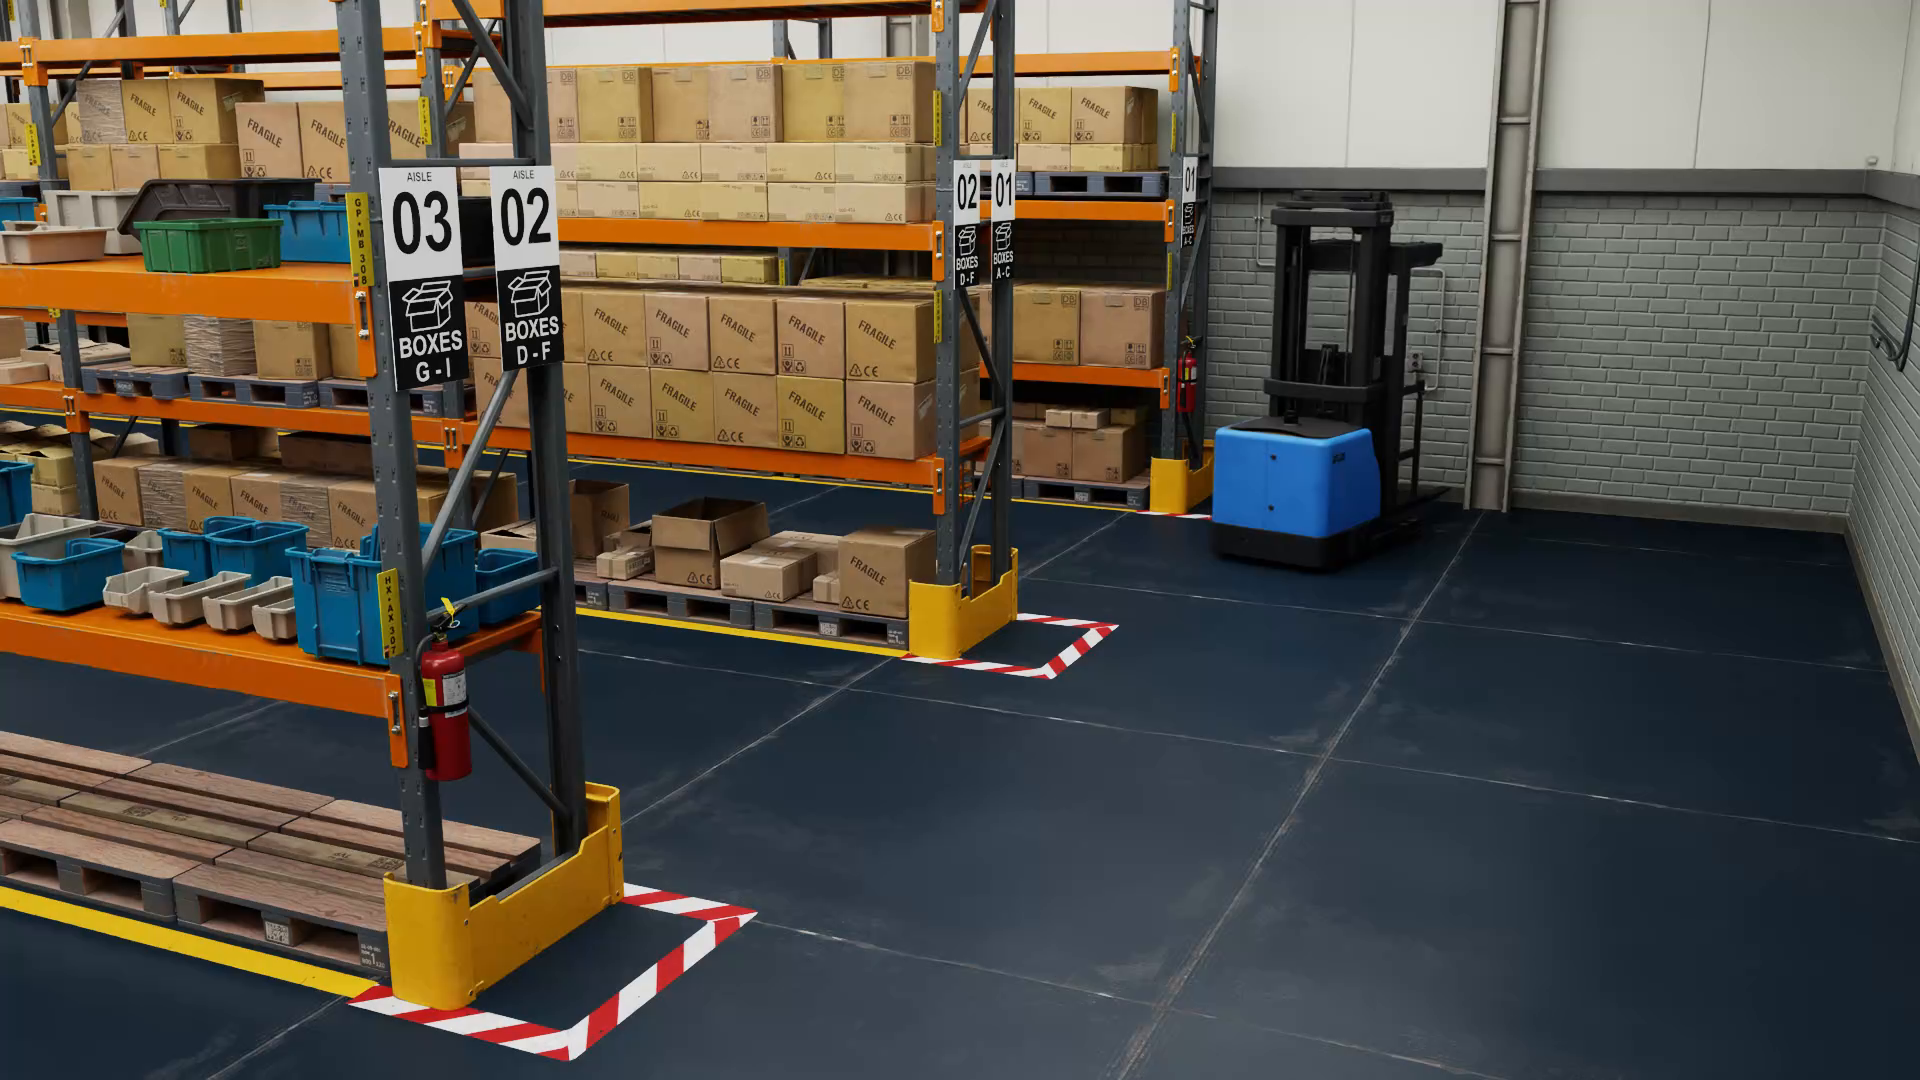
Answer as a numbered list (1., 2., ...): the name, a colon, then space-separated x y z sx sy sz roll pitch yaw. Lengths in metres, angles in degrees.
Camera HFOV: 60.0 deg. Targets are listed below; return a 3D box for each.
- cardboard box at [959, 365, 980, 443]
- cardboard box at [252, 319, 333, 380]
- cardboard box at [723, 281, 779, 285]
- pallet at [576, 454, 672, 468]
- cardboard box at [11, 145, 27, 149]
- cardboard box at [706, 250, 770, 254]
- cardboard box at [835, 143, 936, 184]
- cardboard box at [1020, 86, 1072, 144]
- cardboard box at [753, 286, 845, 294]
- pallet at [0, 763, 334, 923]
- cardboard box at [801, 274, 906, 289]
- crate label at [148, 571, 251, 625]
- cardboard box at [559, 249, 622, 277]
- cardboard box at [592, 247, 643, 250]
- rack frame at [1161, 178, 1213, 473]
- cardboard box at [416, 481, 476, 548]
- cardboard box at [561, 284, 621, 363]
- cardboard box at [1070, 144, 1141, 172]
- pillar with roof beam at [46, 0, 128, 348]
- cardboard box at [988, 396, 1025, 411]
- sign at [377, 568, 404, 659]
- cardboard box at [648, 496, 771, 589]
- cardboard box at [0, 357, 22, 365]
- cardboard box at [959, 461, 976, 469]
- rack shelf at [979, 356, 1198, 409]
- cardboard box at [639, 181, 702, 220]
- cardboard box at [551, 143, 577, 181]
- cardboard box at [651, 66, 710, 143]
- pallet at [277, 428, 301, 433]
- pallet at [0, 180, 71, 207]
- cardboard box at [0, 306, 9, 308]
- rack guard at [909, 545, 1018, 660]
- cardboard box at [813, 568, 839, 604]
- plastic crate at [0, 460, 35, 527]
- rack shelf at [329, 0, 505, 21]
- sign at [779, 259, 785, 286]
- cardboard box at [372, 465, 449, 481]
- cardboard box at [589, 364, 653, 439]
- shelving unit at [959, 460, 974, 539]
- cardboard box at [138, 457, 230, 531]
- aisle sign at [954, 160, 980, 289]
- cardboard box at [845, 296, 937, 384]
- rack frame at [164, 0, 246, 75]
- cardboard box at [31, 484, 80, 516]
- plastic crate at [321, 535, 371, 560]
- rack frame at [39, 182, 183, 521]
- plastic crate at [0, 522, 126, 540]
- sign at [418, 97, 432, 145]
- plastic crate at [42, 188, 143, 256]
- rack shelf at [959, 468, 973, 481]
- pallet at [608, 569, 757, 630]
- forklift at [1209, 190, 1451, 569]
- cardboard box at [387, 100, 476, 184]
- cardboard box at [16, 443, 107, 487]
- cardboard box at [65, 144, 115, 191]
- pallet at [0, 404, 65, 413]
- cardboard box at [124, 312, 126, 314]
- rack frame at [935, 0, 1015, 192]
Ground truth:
1. cardboard box: -0.193 -0.943 11.487 0.500 0.500 0.500 6 15 24
2. cardboard box: -5.192 -1.572 13.249 0.500 0.500 0.700 2 13 9
3. cardboard box: -2.072 -2.396 16.987 0.500 0.500 0.500 6 14 22
4. pallet: -3.404 -1.014 18.113 1.213 0.211 1.003 6 14 23
5. cardboard box: -11.362 -4.645 20.654 0.500 0.500 0.500 7 15 26
6. cardboard box: -2.344 -2.915 17.557 0.500 0.250 0.500 6 14 24
7. cardboard box: -0.467 -2.423 10.682 0.500 0.250 0.500 6 14 23
8. cardboard box: 0.876 -3.898 15.282 0.500 0.500 0.500 6 15 25
9. cardboard box: -1.129 -1.524 11.774 0.500 0.500 0.500 6 14 24
10. pallet: -3.754 1.396 7.842 1.213 0.211 1.003 6 14 23
11. cardboard box: -1.059 -2.295 16.814 0.700 0.700 0.980 6 14 24
12. crate label: -3.246 0.247 7.080 0.243 0.136 0.396 6 14 23
13. cardboard box: -3.944 -2.951 17.708 0.500 0.250 0.500 6 14 24
14. cardboard box: -3.746 -3.057 18.161 0.500 0.250 0.500 5 14 22
15. rack frame: 2.109 -1.833 15.500 0.127 3.000 1.000 6 14 23
16. cardboard box: -4.118 -0.151 12.841 0.500 0.500 0.500 6 14 23
17. cardboard box: -2.762 -1.553 11.901 0.500 0.500 0.500 5 14 21
18. cardboard box: 1.332 -3.486 15.167 0.500 0.250 0.500 6 15 25
19. pillar with roof beam: -13.273 -5.451 17.786 0.400 9.000 9.100 6 14 23
20. cardboard box: 0.464 -1.327 16.477 0.250 0.149 0.380 6 14 24
21. sign: -2.112 0.273 6.167 0.005 0.325 0.100 6 14 23
22. cardboard box: -1.831 0.006 12.165 0.637 0.503 0.797 6 14 23
23. cardboard box: -8.397 -1.522 14.725 0.250 0.149 0.380 7 15 27
24. cardboard box: 0.020 -1.005 16.523 0.500 0.500 0.700 6 15 25
25. rack shelf: 0.280 -1.668 16.371 4.000 0.370 1.077 6 14 23
26. cardboard box: -1.836 -2.319 11.335 0.500 0.250 0.500 6 14 23
27. cardboard box: -2.749 -2.656 11.675 0.500 0.250 0.500 6 14 23
28. cardboard box: -1.713 -2.991 11.463 0.500 0.500 0.700 6 14 23
29. pallet: -8.150 -1.514 20.245 1.213 0.211 1.003 6 14 23
30. pallet: -7.865 -2.951 14.111 1.003 0.211 1.213 7 15 26
31. cardboard box: -12.202 -3.139 21.349 0.500 0.250 0.500 5 14 22
32. rack guard: 0.036 0.412 11.405 0.348 0.500 1.175 6 14 23
33. cardboard box: -0.825 0.312 11.597 0.250 0.166 0.380 6 14 23
34. plastic crate: -4.996 -0.183 8.373 0.575 0.384 0.392 6 14 23
35. rack shelf: -3.732 -2.324 6.913 4.000 0.370 1.077 6 14 23
36. sign: -1.759 -2.614 16.467 0.005 0.325 0.100 6 14 23
37. cardboard box: -4.387 -0.308 13.510 0.500 0.500 0.500 6 14 24
38. cardboard box: -2.270 -1.019 11.813 0.500 0.500 0.500 6 14 23
39. shelving unit: -0.013 -0.585 14.123 0.189 1.200 0.258 6 14 23
40. cardboard box: -6.427 -0.386 13.844 0.500 0.500 0.500 5 14 21
41. aisle sign: 0.044 -1.993 10.492 0.004 0.787 0.394 6 14 23
42. cardboard box: -0.412 -1.317 10.894 0.500 0.500 0.500 6 14 23
43. rack frame: -8.863 -5.864 19.546 0.127 3.000 1.000 6 14 23
44. cardboard box: -7.788 -0.402 14.500 0.500 0.250 0.500 6 15 25
45. plastic crate: -2.598 0.136 7.344 0.300 0.233 0.416 6 14 23
46. rack frame: -7.208 -1.538 14.244 0.127 3.000 1.000 6 14 23
47. plastic crate: -4.429 0.018 8.081 0.590 0.125 0.437 6 14 23
48. sign: -3.773 -2.956 11.724 0.005 0.325 0.100 6 14 23
49. plastic crate: -3.805 -1.436 7.501 0.530 0.282 0.437 6 14 23
50. rack shelf: -0.013 -0.542 14.134 0.180 0.103 0.258 6 14 23
51. pallet: -1.804 0.366 12.234 1.213 0.211 1.003 6 14 23
52. forklift: 3.345 -1.475 14.126 1.130 2.935 3.031 10 17 37
53. cardboard box: -3.982 -2.992 12.517 0.600 0.600 0.600 4 14 18
54. cardboard box: -7.787 -0.674 14.433 0.500 0.311 0.500 6 15 25
55. cardboard box: -6.796 -3.014 13.748 0.500 0.500 0.910 6 14 23
56. pallet: -11.722 -1.866 21.746 1.213 0.211 1.003 6 14 23
57. cardboard box: -9.871 -2.908 20.367 0.500 0.250 0.500 6 14 23
58. rack frame: 0.106 -3.719 10.404 0.127 3.000 1.000 6 14 23
